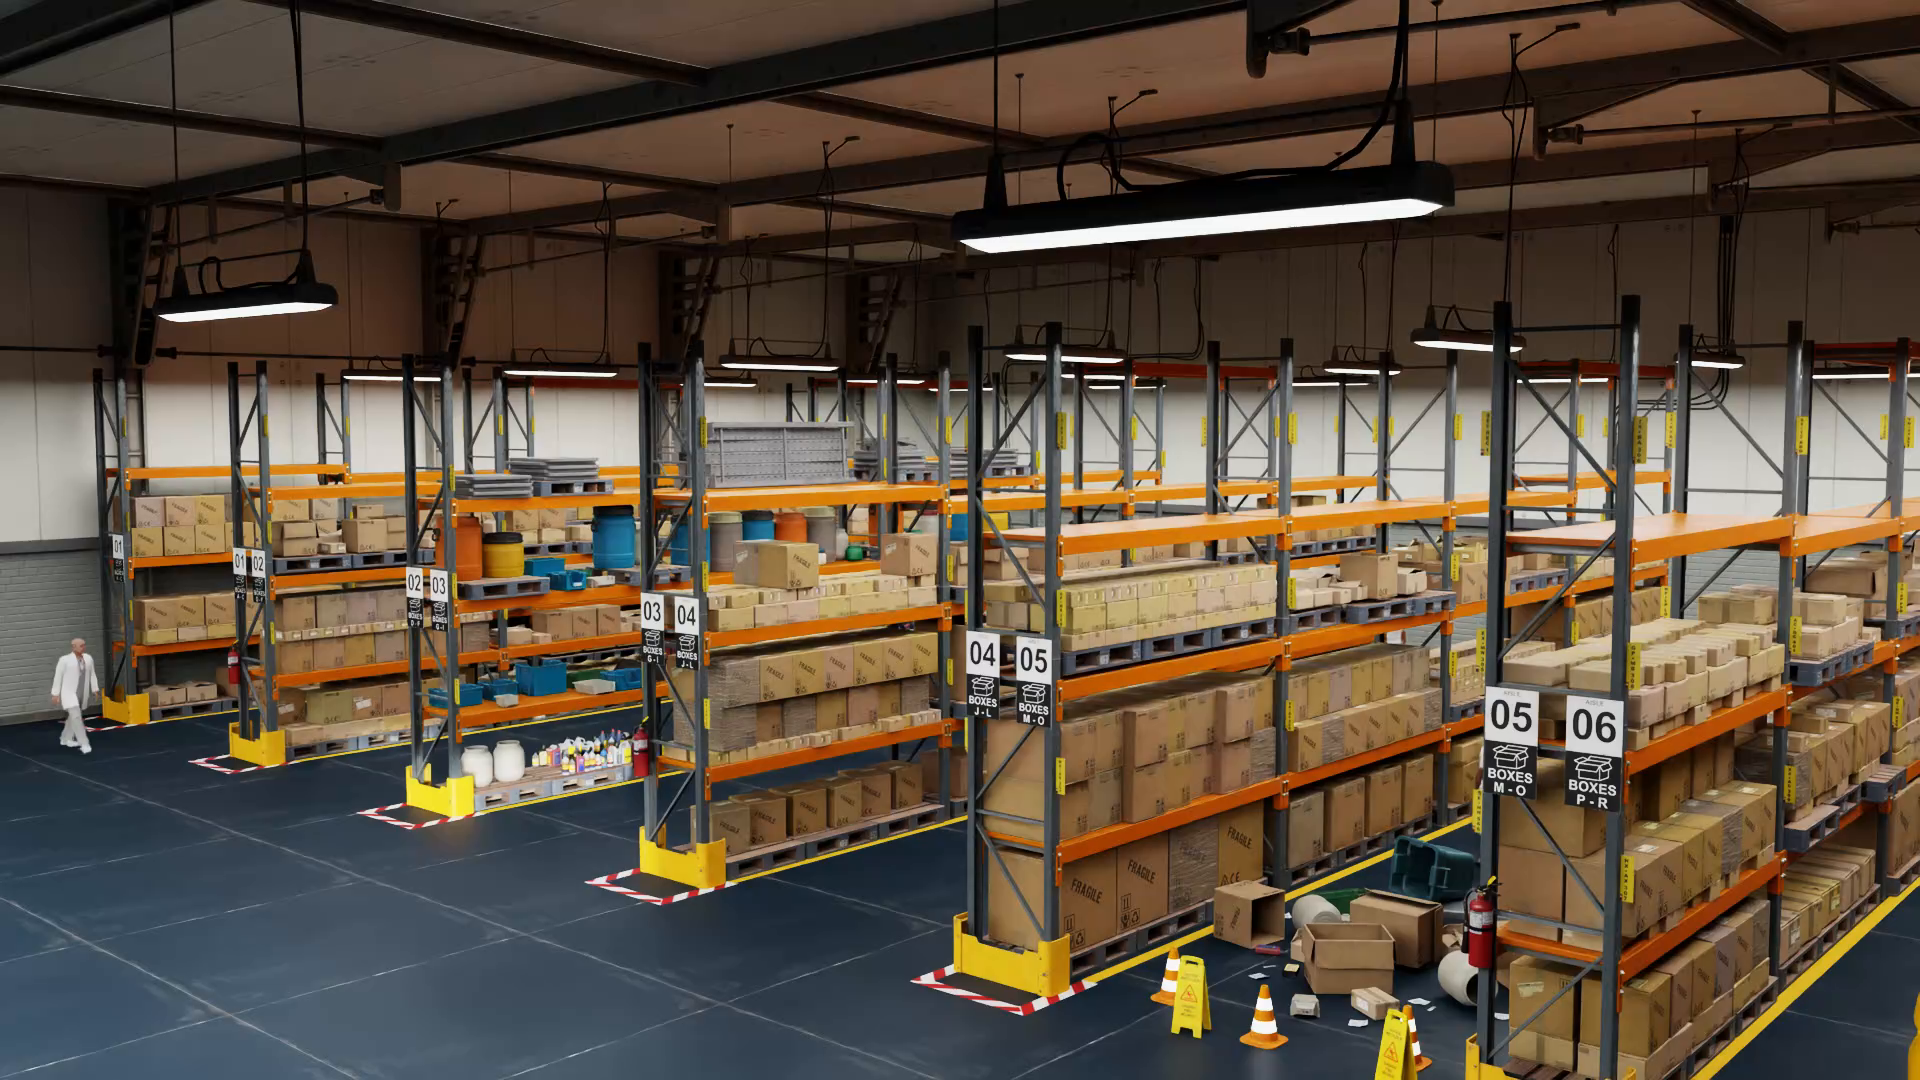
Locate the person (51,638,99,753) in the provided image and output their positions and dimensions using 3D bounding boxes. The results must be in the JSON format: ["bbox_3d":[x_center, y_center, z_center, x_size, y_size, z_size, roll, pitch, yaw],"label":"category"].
[{"bbox_3d":[-13.670,2.478,25.776,1.033,1.526,0.639,2,5,30],"label":"person"}]

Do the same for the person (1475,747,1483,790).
[{"bbox_3d":[6.147,2.950,19.111,0.452,1.734,0.590,3,5,38],"label":"person"}]

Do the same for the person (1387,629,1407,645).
[{"bbox_3d":[8.152,1.986,31.350,0.628,1.801,0.576,-3,5,-31],"label":"person"}]
